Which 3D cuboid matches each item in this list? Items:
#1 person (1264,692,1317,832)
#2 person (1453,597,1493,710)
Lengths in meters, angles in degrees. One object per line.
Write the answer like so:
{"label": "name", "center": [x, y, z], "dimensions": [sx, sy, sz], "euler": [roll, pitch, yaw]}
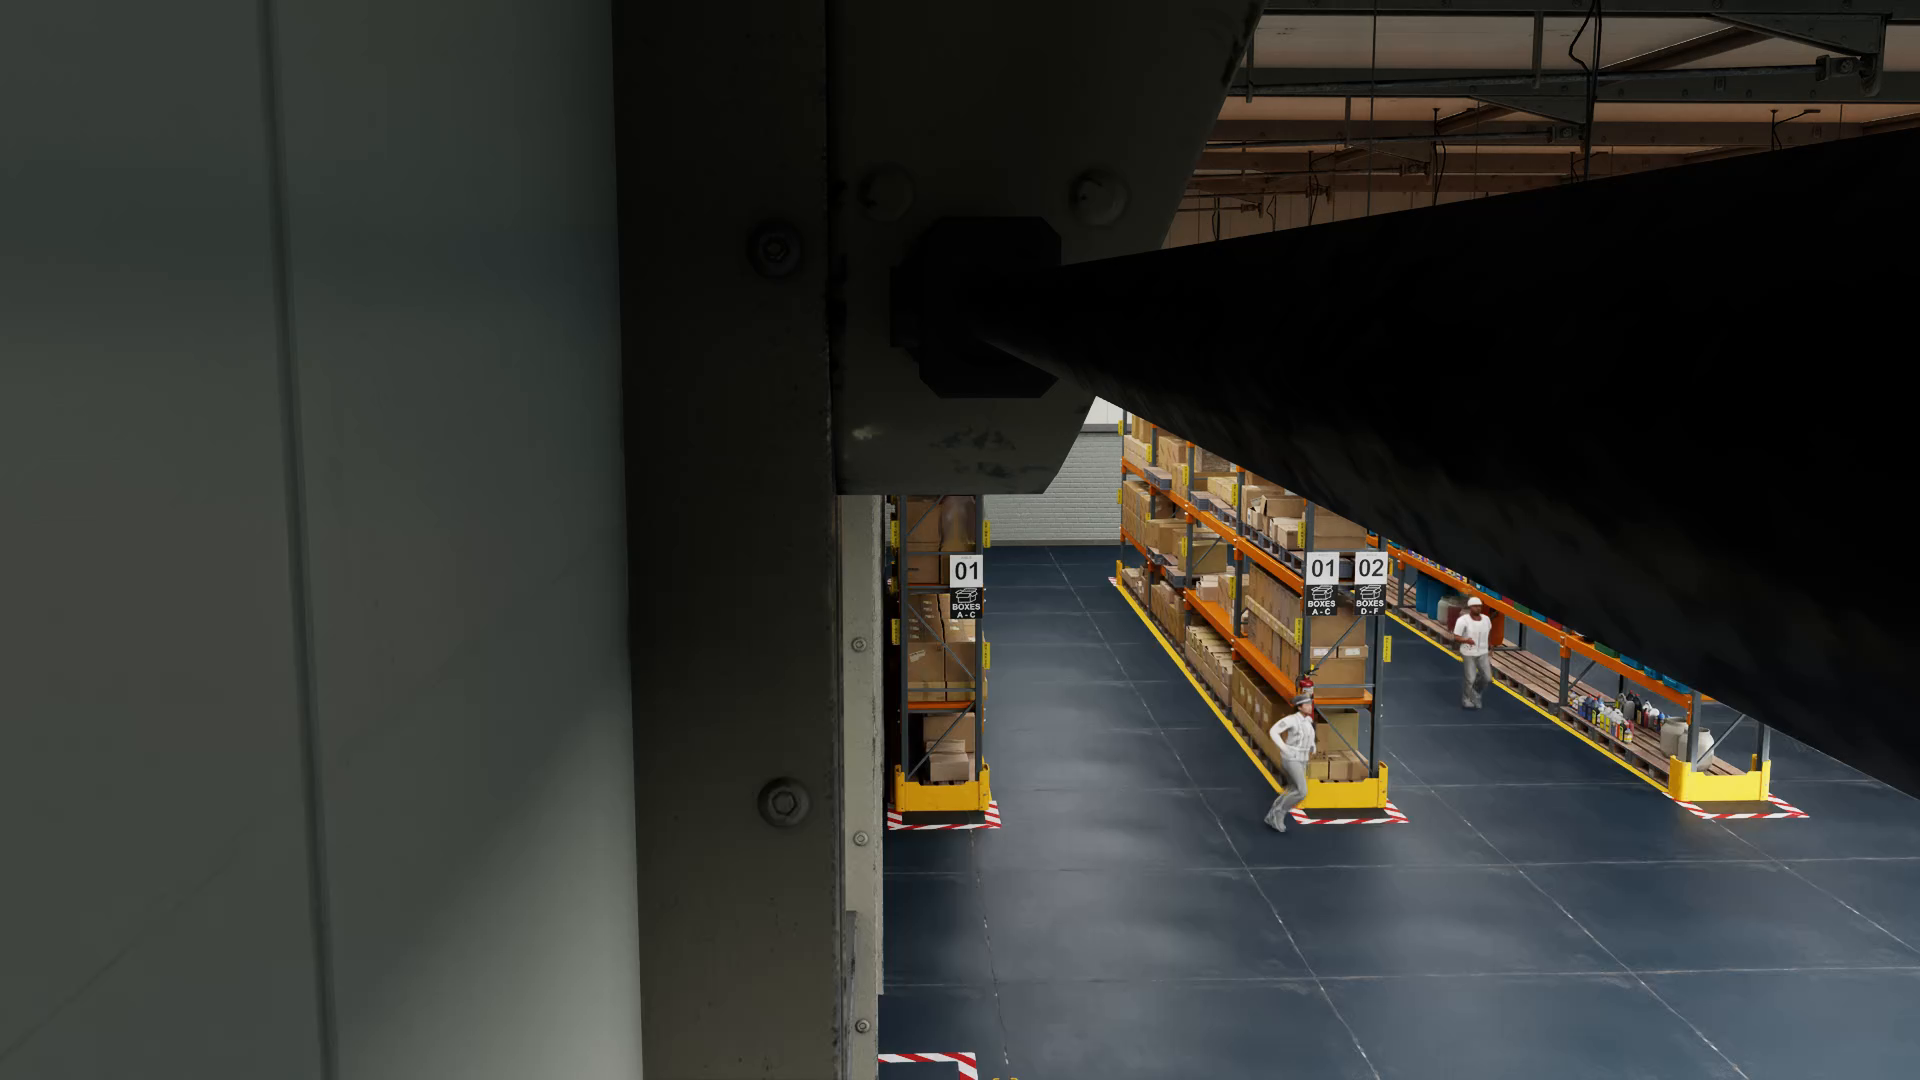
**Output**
{"label": "person", "center": [3.982, 2.616, 19.742], "dimensions": [0.568, 1.661, 0.603], "euler": [8, 11, 42]}
{"label": "person", "center": [7.864, 1.744, 25.319], "dimensions": [0.680, 1.750, 0.626], "euler": [-1, 8, -6]}
